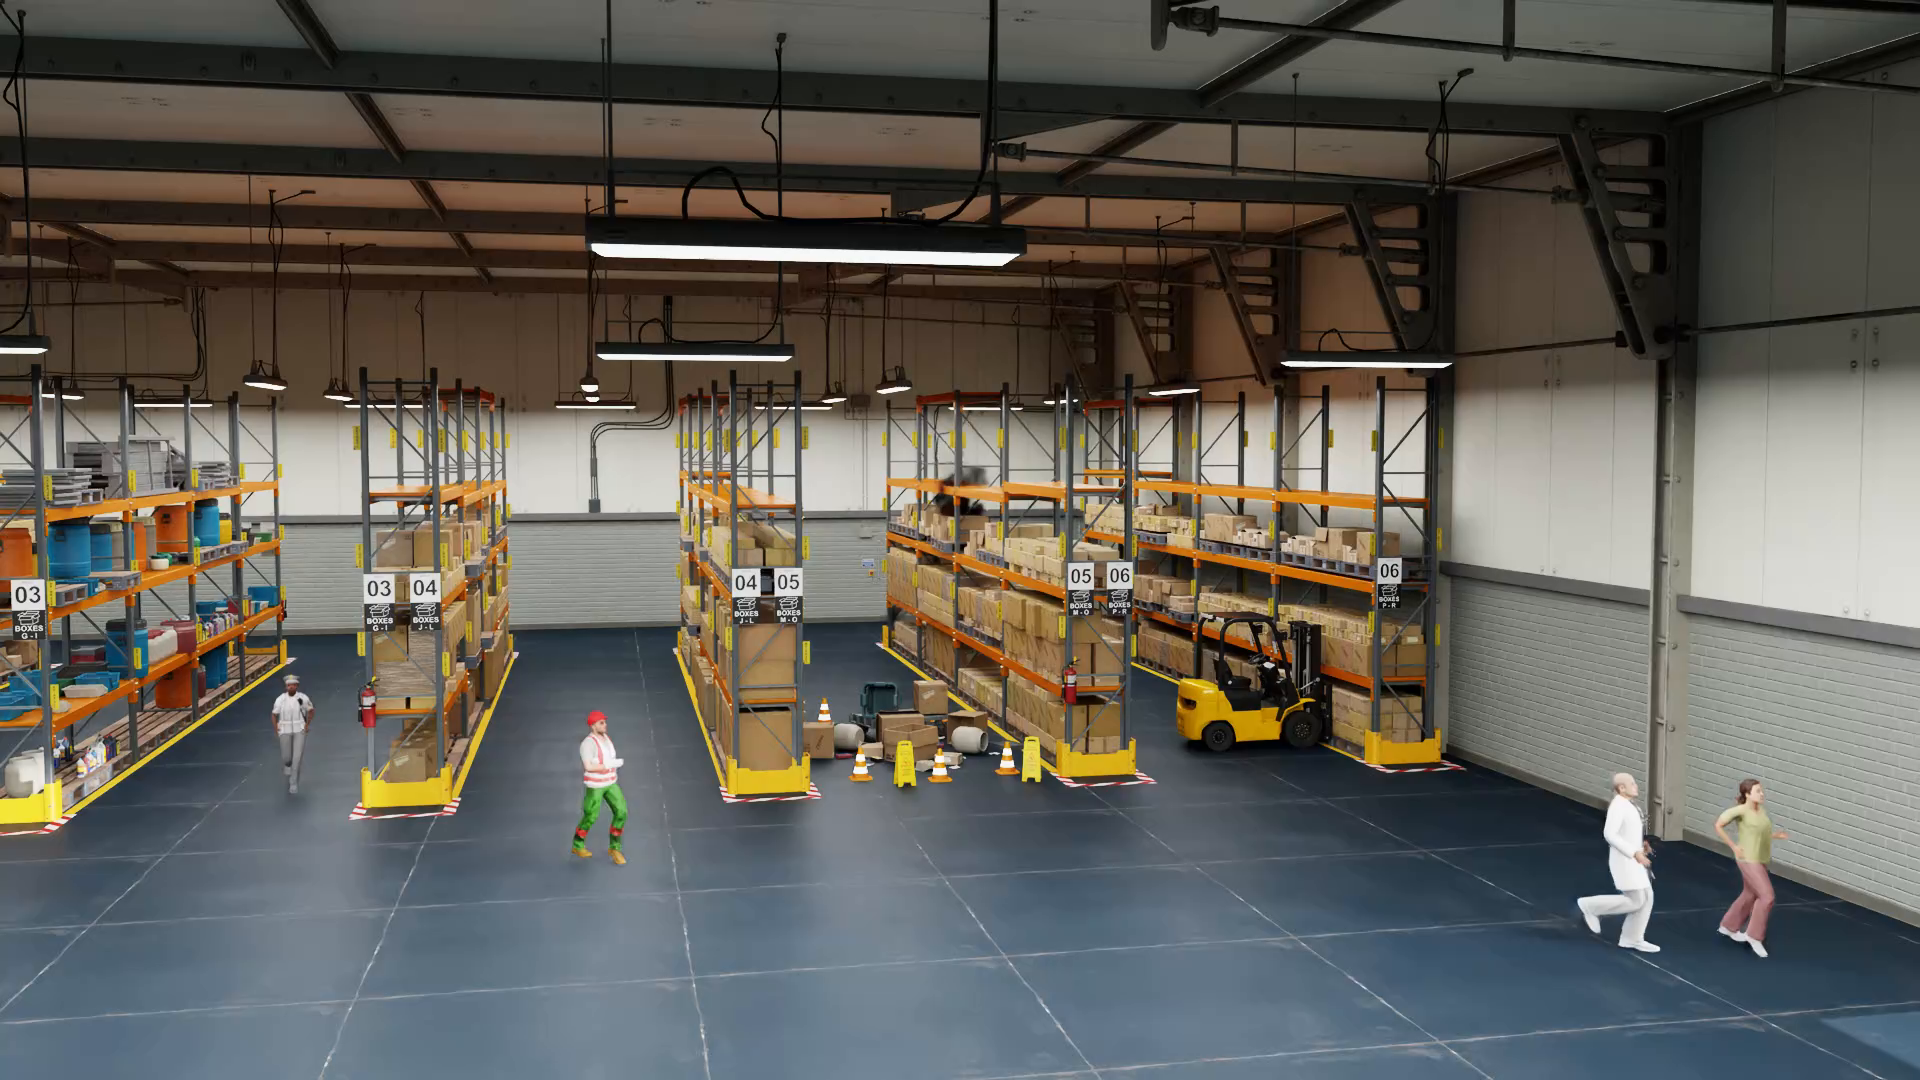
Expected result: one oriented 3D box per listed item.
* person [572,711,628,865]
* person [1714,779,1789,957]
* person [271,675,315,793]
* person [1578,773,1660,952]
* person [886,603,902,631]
[{"bbox_3d":[-4.251,2.935,19.675,0.775,1.845,0.643,2,4,30],"label":"person"},{"bbox_3d":[7.772,3.197,16.325,0.558,1.715,0.670,-2,4,-35],"label":"person"},{"bbox_3d":[-9.598,2.761,23.944,0.584,1.674,0.668,-1,4,-20],"label":"person"},{"bbox_3d":[6.524,3.162,16.412,0.756,1.743,0.711,2,4,30],"label":"person"},{"bbox_3d":[-1.627,1.725,41.812,0.523,1.578,0.614,0,3,6],"label":"person"}]
